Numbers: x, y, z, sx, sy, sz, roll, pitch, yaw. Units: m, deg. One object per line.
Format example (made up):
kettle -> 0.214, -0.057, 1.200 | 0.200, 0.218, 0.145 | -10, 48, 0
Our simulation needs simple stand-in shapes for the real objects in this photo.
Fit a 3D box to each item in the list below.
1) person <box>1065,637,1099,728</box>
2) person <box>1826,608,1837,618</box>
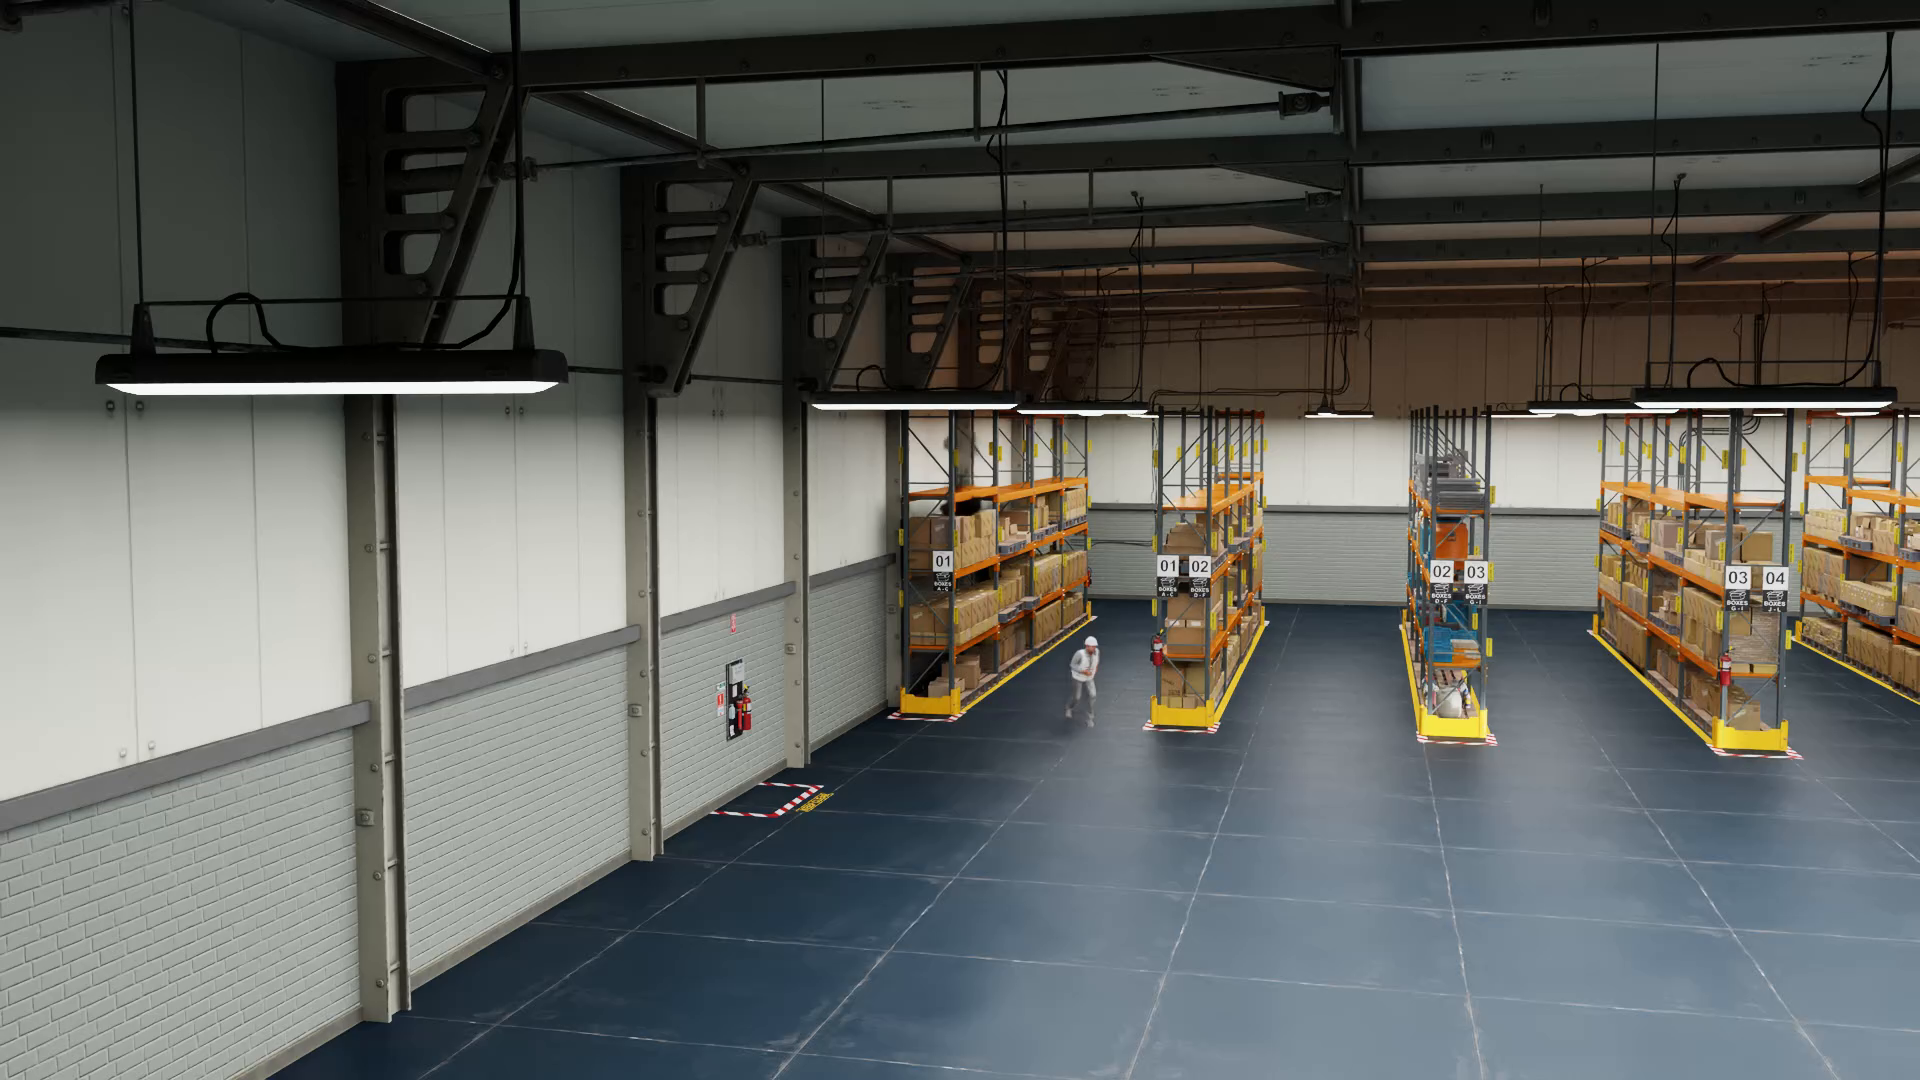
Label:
person -> 2.305, 2.651, 31.422 | 0.701, 1.734, 1.043 | -2, 5, -28
person -> 23.656, 1.686, 44.742 | 0.619, 1.630, 0.585 | 0, 4, -6
